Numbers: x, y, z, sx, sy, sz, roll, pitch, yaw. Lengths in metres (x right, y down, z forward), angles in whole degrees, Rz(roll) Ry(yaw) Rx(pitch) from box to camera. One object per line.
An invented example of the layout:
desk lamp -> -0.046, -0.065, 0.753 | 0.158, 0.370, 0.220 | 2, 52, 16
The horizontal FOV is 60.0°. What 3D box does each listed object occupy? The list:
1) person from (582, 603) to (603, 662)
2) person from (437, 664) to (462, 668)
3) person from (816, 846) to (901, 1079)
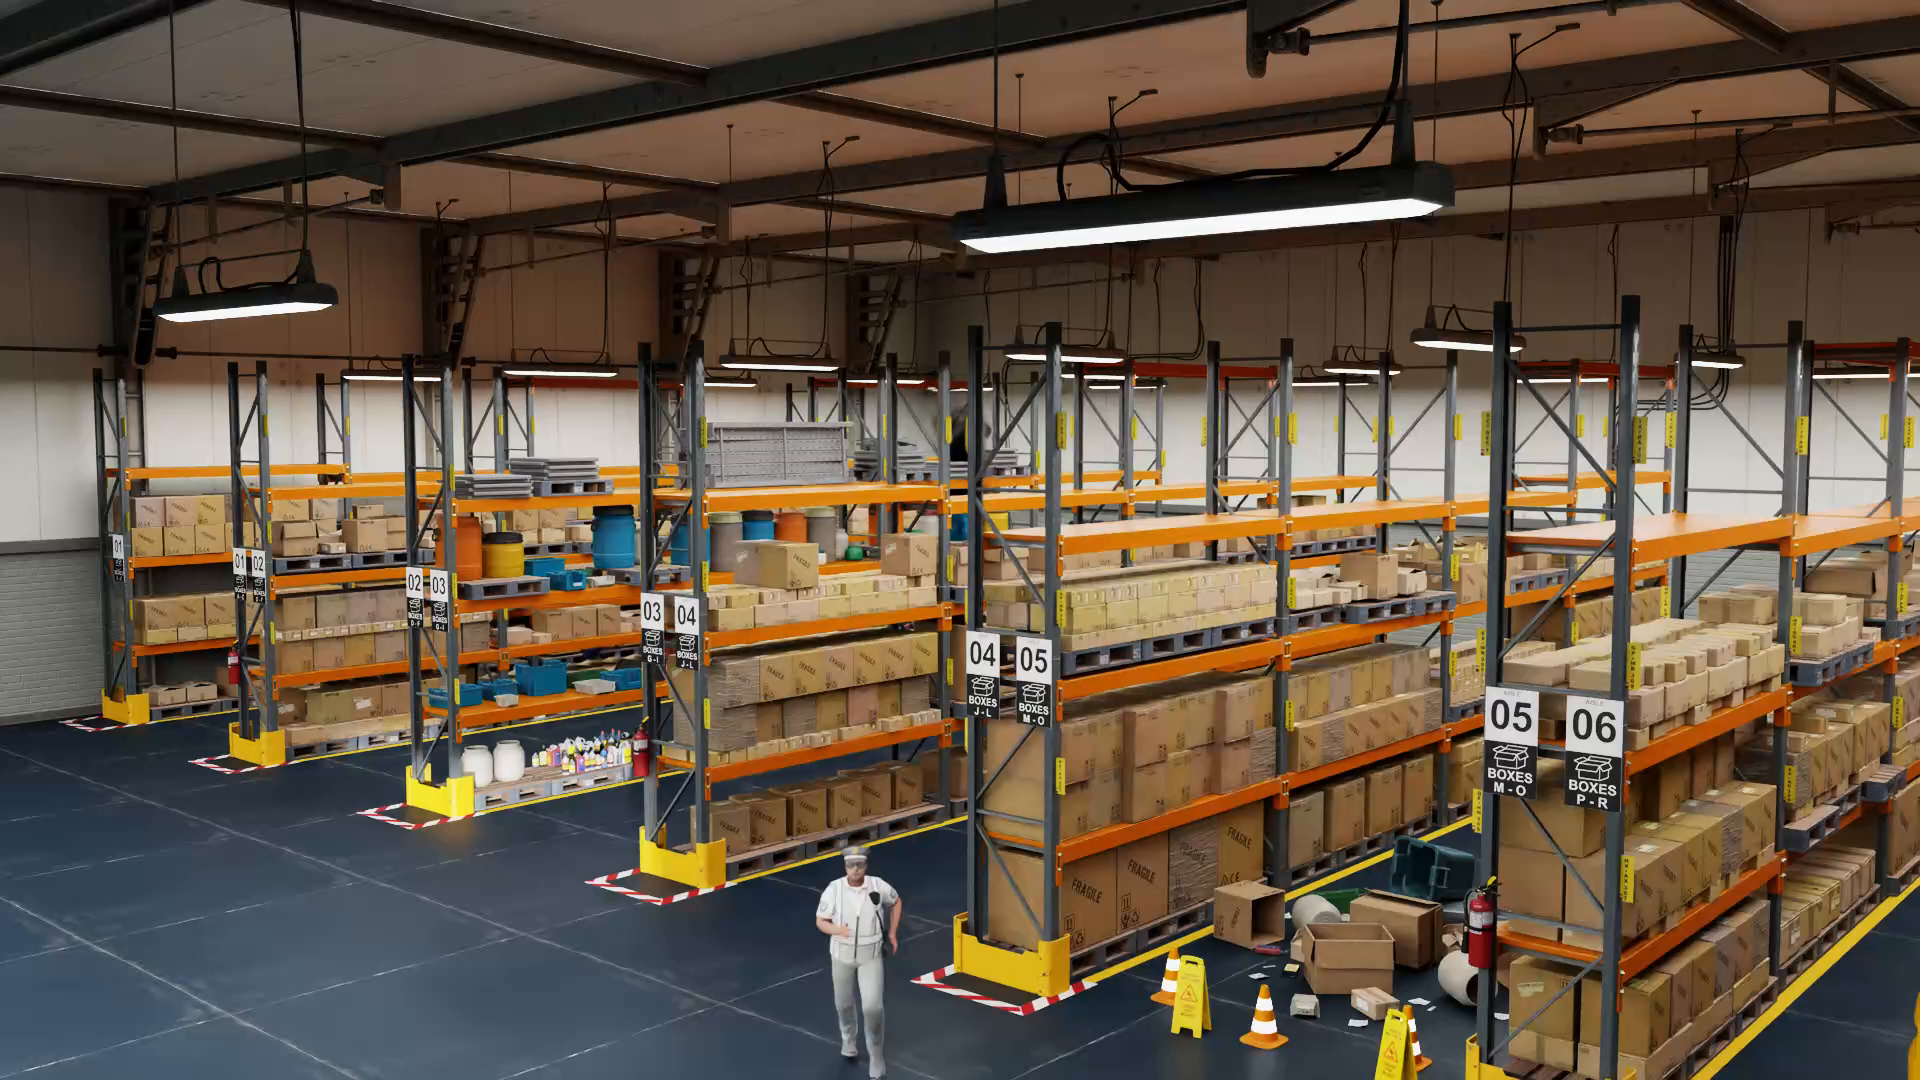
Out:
person -> -7.009, 2.039, 31.656 | 0.619, 1.692, 0.691 | 4, 6, 44
person -> -9.132, 2.059, 29.739 | 0.656, 1.810, 0.930 | 2, 5, 26
person -> -0.808, 3.323, 13.161 | 0.657, 1.845, 0.765 | 0, 4, 1
